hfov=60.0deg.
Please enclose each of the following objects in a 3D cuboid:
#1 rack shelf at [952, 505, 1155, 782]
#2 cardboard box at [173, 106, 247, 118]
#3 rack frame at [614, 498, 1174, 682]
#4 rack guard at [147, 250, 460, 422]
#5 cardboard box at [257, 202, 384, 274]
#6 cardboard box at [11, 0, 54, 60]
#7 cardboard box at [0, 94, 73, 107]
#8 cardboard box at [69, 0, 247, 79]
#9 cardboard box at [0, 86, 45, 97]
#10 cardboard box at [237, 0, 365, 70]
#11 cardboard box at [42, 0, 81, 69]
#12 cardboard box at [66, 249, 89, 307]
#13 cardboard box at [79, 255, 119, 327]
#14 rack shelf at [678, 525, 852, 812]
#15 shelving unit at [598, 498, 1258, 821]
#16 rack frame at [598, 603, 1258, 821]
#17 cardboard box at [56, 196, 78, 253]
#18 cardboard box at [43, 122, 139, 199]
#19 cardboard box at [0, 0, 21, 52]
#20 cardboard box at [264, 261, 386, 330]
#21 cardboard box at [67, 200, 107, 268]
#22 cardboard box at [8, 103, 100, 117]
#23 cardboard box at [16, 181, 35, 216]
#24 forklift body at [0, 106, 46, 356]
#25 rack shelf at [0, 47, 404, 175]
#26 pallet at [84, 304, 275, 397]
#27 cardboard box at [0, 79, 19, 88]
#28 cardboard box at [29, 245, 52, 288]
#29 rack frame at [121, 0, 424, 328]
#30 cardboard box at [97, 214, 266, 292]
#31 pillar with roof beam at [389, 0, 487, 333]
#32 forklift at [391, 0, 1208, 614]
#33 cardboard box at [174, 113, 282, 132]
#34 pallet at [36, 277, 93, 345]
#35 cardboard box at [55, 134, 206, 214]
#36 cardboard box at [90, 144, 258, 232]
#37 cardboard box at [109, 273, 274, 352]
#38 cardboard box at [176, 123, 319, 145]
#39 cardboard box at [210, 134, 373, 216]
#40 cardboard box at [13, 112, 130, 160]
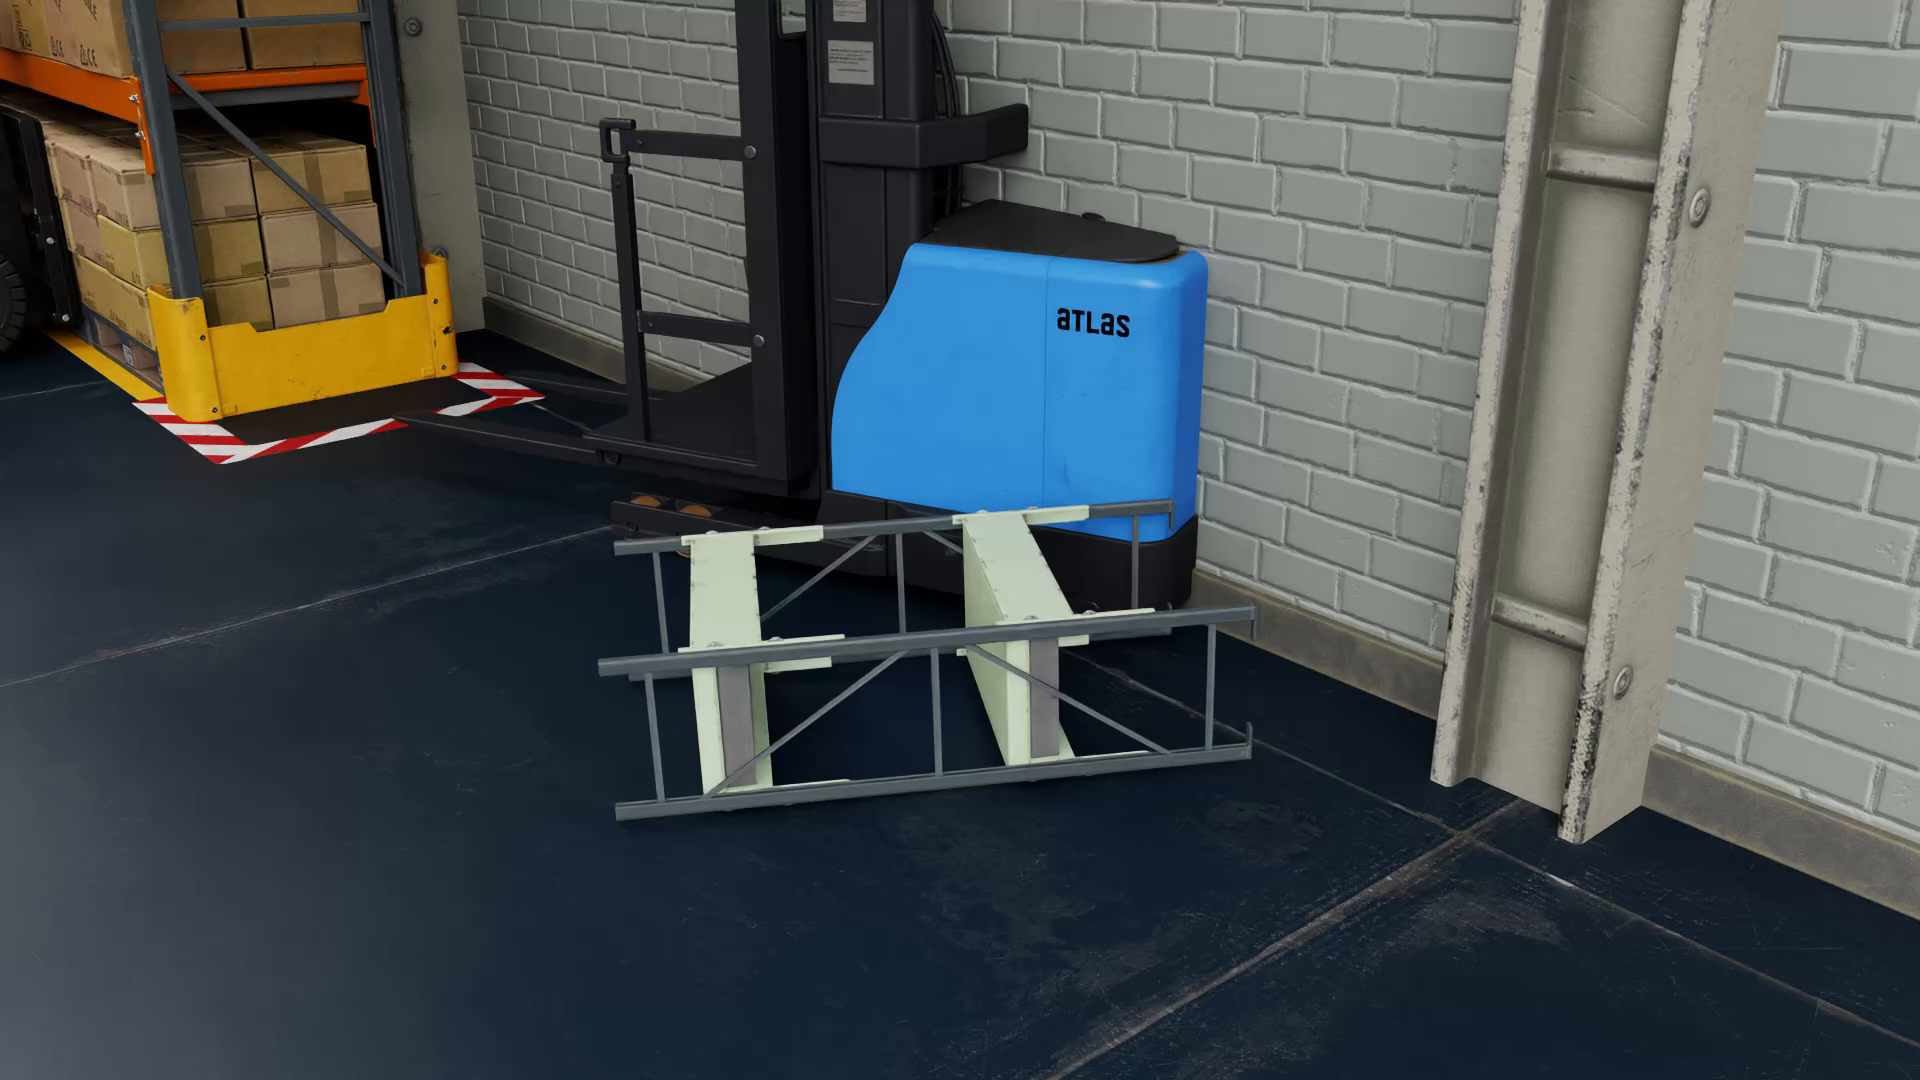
[{"bbox_3d":[0.220,0.238,4.210,0.370,0.431,0.720,-4,21,-7],"label":"rack shelf"},{"bbox_3d":[-3.915,-2.033,8.385,0.500,0.250,0.500,-18,28,-38],"label":"cardboard box"},{"bbox_3d":[-0.156,0.133,4.507,1.500,0.400,0.023,-4,21,-7],"label":"rack frame"},{"bbox_3d":[-2.753,-0.883,7.052,1.175,0.500,0.348,-17,27,-37],"label":"rack guard"},{"bbox_3d":[-2.918,-1.381,7.405,0.500,0.250,0.500,-17,27,-36],"label":"cardboard box"},{"bbox_3d":[-3.955,-2.460,7.515,0.500,0.500,0.500,-18,28,-38],"label":"cardboard box"},{"bbox_3d":[-4.975,-2.187,8.779,0.500,0.250,0.500,-17,27,-37],"label":"cardboard box"},{"bbox_3d":[-3.289,-2.173,6.783,0.500,0.500,0.500,-18,28,-39],"label":"cardboard box"},{"bbox_3d":[-5.302,-2.331,9.145,0.500,0.250,0.500,-18,28,-38],"label":"cardboard box"},{"bbox_3d":[-2.882,-2.303,7.113,0.500,0.500,0.500,-16,27,-36],"label":"cardboard box"},{"bbox_3d":[-3.620,-2.319,7.154,0.500,0.500,0.500,-16,27,-36],"label":"cardboard box"},{"bbox_3d":[-3.952,-1.303,7.892,0.500,0.250,0.500,-17,27,-37],"label":"cardboard box"},{"bbox_3d":[-3.632,-1.163,7.534,0.500,0.250,0.500,-17,27,-37],"label":"cardboard box"},{"bbox_3d":[-0.489,0.294,4.120,0.370,0.431,0.720,-4,21,-7],"label":"rack shelf"},{"bbox_3d":[-0.103,0.264,4.169,1.500,0.431,0.755,-4,21,-7],"label":"shelving unit"},{"bbox_3d":[-0.050,0.394,3.831,1.500,0.400,0.023,-4,21,-7],"label":"rack frame"},{"bbox_3d":[-3.995,-1.540,7.812,0.500,0.250,0.500,-18,28,-39],"label":"cardboard box"},{"bbox_3d":[-3.980,-1.764,7.698,0.500,0.250,0.500,-17,27,-37],"label":"cardboard box"},{"bbox_3d":[-4.292,-2.597,7.863,0.500,0.500,0.500,-17,27,-37],"label":"cardboard box"},{"bbox_3d":[-2.941,-1.151,7.503,0.500,0.250,0.500,-17,27,-37],"label":"cardboard box"},{"bbox_3d":[-3.642,-1.402,7.461,0.500,0.250,0.500,-18,28,-38],"label":"cardboard box"},{"bbox_3d":[-4.642,-2.052,8.435,0.500,0.250,0.500,-16,27,-36],"label":"cardboard box"},{"bbox_3d":[-4.319,-1.679,8.167,0.500,0.250,0.500,-18,27,-38],"label":"cardboard box"},{"bbox_3d":[-5.388,-1.748,6.997,2.313,2.155,1.214,-17,27,-37],"label":"forklift body"},{"bbox_3d":[-4.074,-2.271,8.155,1.077,0.370,4.000,-17,27,-37],"label":"rack shelf"},{"bbox_3d":[-3.300,-0.956,7.636,1.003,0.211,1.213,-17,27,-37],"label":"pallet"},{"bbox_3d":[-6.229,-2.606,10.705,0.875,0.625,0.625,-18,28,-38],"label":"cardboard box"},{"bbox_3d":[-4.308,-1.441,8.245,0.500,0.250,0.500,-16,27,-36],"label":"cardboard box"},{"bbox_3d":[-2.769,-2.053,6.613,1.000,3.000,0.127,-17,27,-37],"label":"rack frame"},{"bbox_3d":[-3.323,-1.261,7.100,0.500,0.250,0.500,-18,28,-38],"label":"cardboard box"},{"bbox_3d":[-5.802,-4.229,3.942,9.100,9.000,0.400,-17,27,-37],"label":"pillar with roof beam"},{"bbox_3d":[-0.561,-1.467,5.212,3.031,2.935,1.130,10,24,25],"label":"forklift"},{"bbox_3d":[-3.586,-1.890,8.019,0.500,0.250,0.500,-18,27,-38],"label":"cardboard box"},{"bbox_3d":[-4.092,-1.293,8.496,1.003,0.211,1.213,-17,27,-37],"label":"pallet"},{"bbox_3d":[-3.643,-1.627,7.348,0.500,0.250,0.500,-17,27,-36],"label":"cardboard box"},{"bbox_3d":[-3.305,-1.487,6.991,0.500,0.250,0.500,-16,27,-36],"label":"cardboard box"},{"bbox_3d":[-3.315,-1.023,7.178,0.500,0.250,0.500,-17,27,-37],"label":"cardboard box"},{"bbox_3d":[-3.268,-1.749,7.660,0.500,0.250,0.500,-17,27,-37],"label":"cardboard box"},{"bbox_3d":[-2.939,-1.612,7.310,0.500,0.250,0.500,-18,28,-38],"label":"cardboard box"},{"bbox_3d":[-4.305,-1.906,8.060,0.500,0.250,0.500,-18,28,-38],"label":"cardboard box"}]
